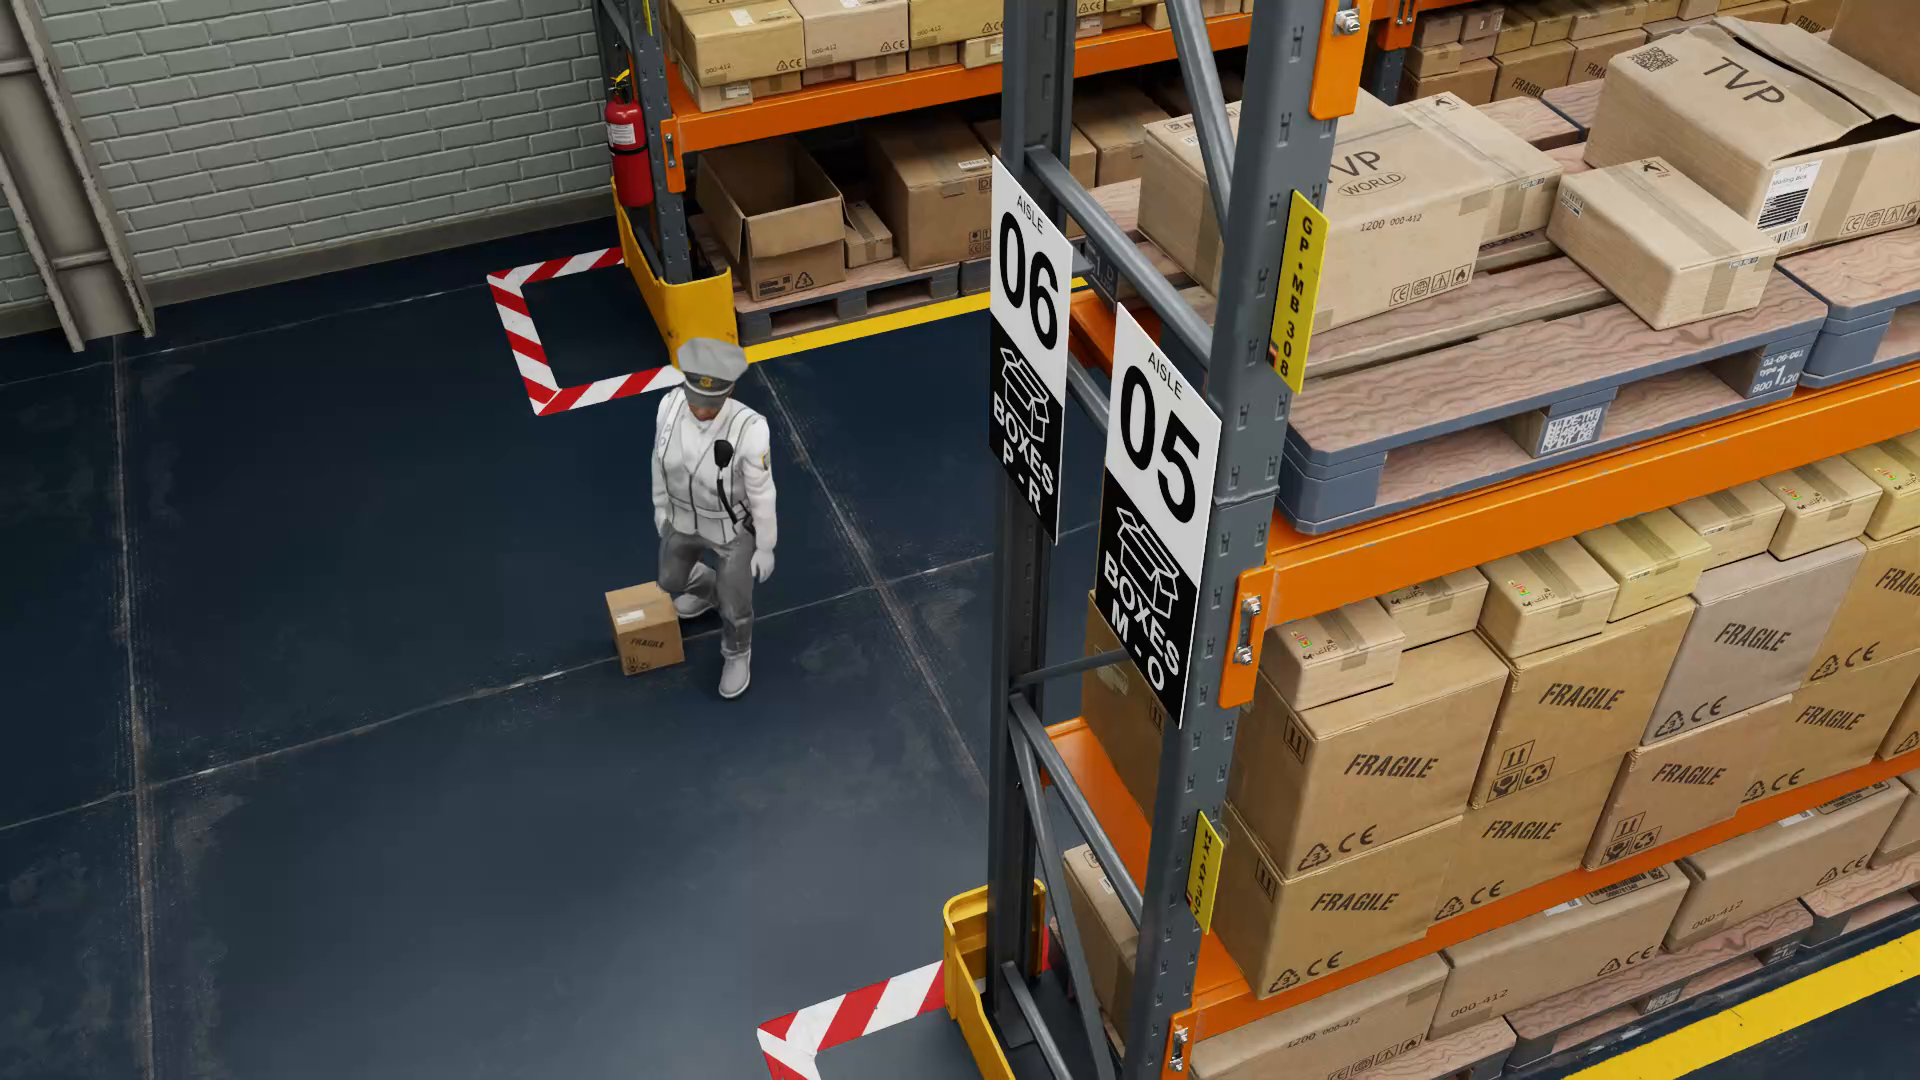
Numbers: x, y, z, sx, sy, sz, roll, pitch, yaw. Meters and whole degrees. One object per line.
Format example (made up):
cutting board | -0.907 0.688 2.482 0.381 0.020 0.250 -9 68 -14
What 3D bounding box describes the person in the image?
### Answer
person | -0.945 -0.125 6.308 0.661 1.648 0.508 16 44 17
